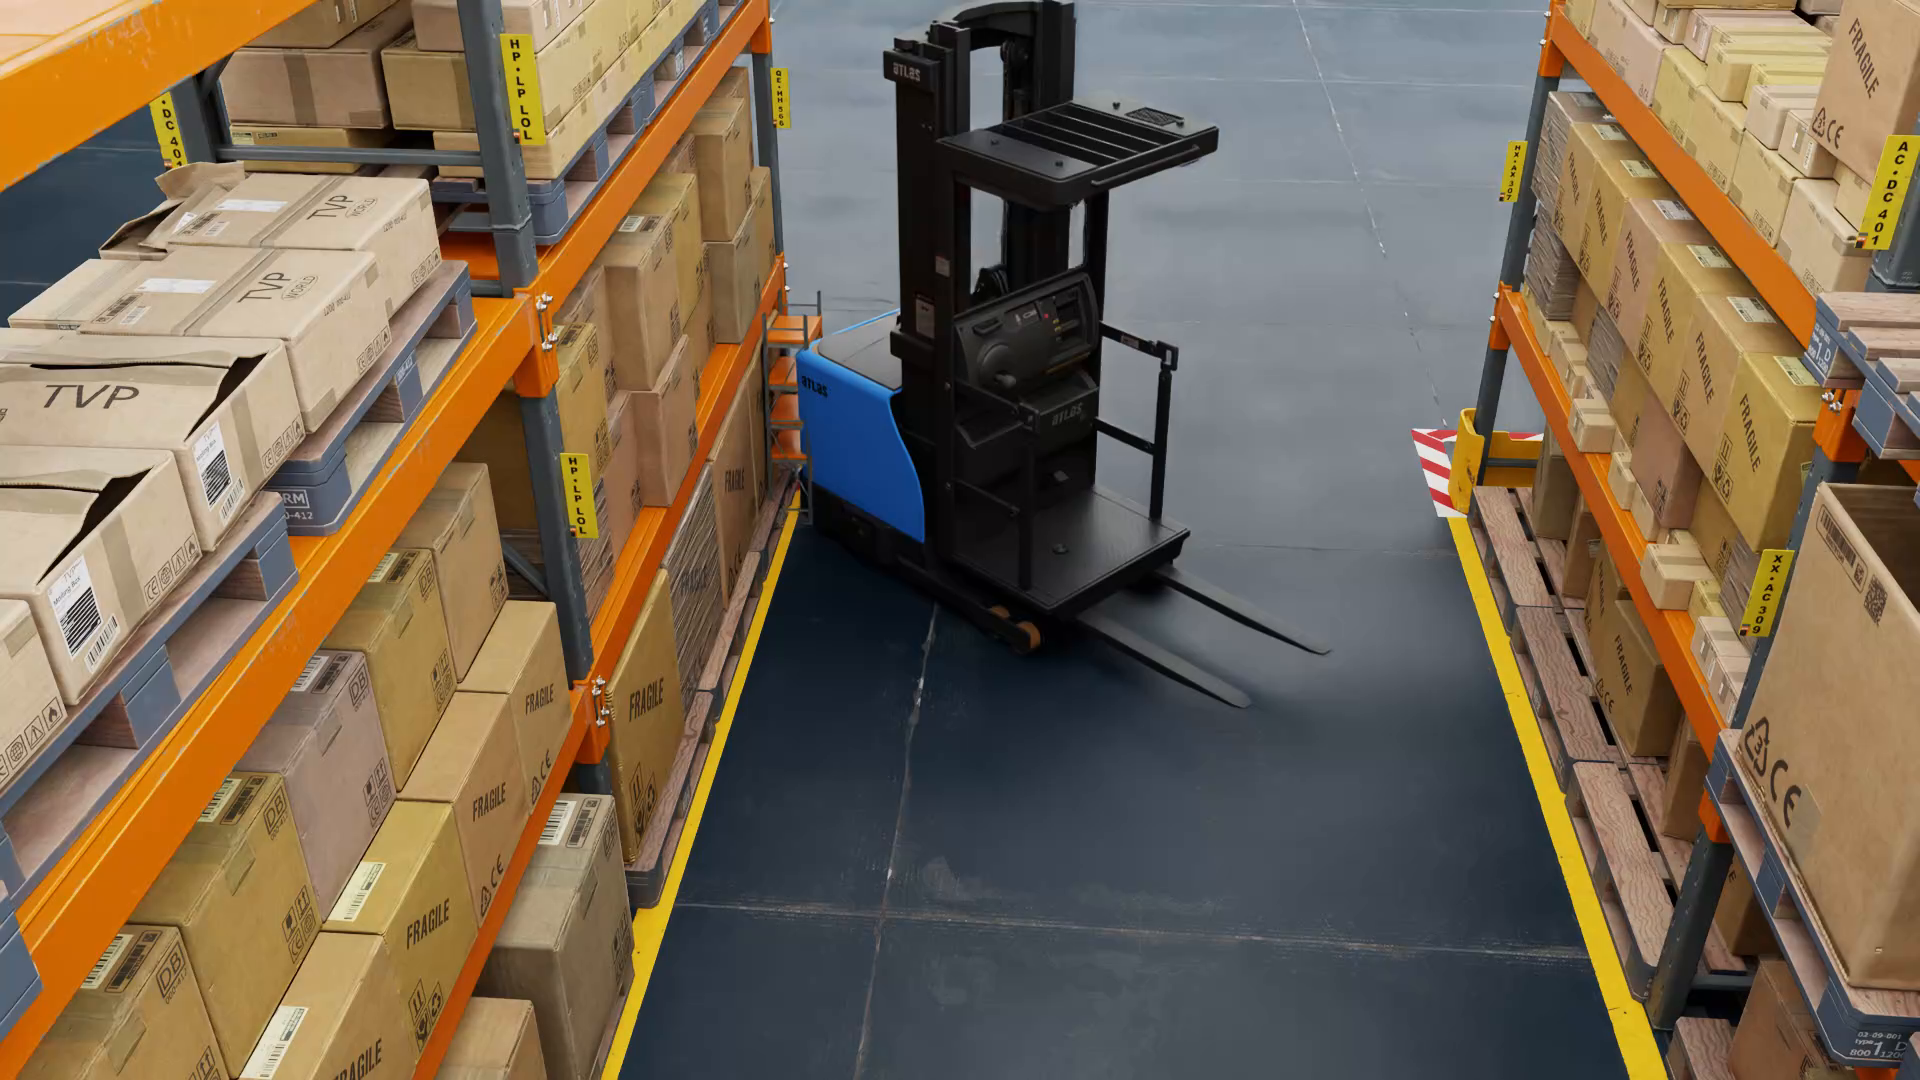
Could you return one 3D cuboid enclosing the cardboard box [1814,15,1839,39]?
[{"bbox_3d":[3.541,-1.936,6.436,0.380,0.149,0.250,1,32,1],"label":"cardboard box"}]

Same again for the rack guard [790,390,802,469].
[{"bbox_3d":[-1.499,-0.746,9.984,1.175,0.500,0.348,2,32,4],"label":"rack guard"}]

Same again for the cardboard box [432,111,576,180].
[{"bbox_3d":[-1.458,-1.273,5.342,0.380,0.149,0.250,2,32,3],"label":"cardboard box"}]

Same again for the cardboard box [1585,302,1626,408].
[{"bbox_3d":[3.357,-0.889,7.455,0.875,0.500,0.500,2,32,4],"label":"cardboard box"}]

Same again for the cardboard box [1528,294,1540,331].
[{"bbox_3d":[3.134,-1.157,8.508,0.380,0.149,0.250,2,32,4],"label":"cardboard box"}]

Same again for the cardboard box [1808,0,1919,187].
[{"bbox_3d":[2.891,-1.346,4.861,0.500,0.500,0.500,2,32,3],"label":"cardboard box"}]

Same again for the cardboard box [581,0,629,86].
[{"bbox_3d":[-1.468,-1.775,5.775,0.500,0.250,0.500,2,32,4],"label":"cardboard box"}]

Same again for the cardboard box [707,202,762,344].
[{"bbox_3d":[-1.509,-1.377,8.482,0.875,0.550,0.550,2,32,4],"label":"cardboard box"}]

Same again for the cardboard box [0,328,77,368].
[{"bbox_3d":[-2.200,-0.376,3.885,0.380,0.149,0.250,2,32,4],"label":"cardboard box"}]

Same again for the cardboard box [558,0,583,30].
[{"bbox_3d":[-1.439,-1.746,5.349,0.380,0.149,0.250,2,32,4],"label":"cardboard box"}]

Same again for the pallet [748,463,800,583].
[{"bbox_3d":[-1.488,-0.189,9.356,1.003,0.211,1.213,2,32,4],"label":"pallet"}]

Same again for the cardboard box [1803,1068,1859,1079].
[{"bbox_3d":[2.980,2.004,5.102,0.700,0.500,0.500,2,32,4],"label":"cardboard box"}]

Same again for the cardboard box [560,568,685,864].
[{"bbox_3d":[-1.706,0.694,6.890,0.875,0.875,0.875,3,32,5],"label":"cardboard box"}]

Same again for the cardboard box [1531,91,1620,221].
[{"bbox_3d":[3.118,-1.852,8.064,0.500,0.500,0.500,2,32,4],"label":"cardboard box"}]

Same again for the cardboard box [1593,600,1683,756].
[{"bbox_3d":[3.192,0.609,7.385,0.500,0.500,0.500,0,32,0],"label":"cardboard box"}]

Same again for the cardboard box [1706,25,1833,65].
[{"bbox_3d":[3.059,-1.833,6.269,0.380,0.149,0.250,1,32,2],"label":"cardboard box"}]

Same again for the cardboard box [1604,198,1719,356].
[{"bbox_3d":[2.996,-1.067,6.791,0.500,0.500,0.500,2,32,4],"label":"cardboard box"}]

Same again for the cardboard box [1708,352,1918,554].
[{"bbox_3d":[2.871,-0.283,5.519,0.500,0.500,0.500,2,32,4],"label":"cardboard box"}]

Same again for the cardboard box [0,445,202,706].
[{"bbox_3d":[-1.792,0.026,3.080,0.500,0.311,0.500,2,32,3],"label":"cardboard box"}]

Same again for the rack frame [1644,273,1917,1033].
[{"bbox_3d":[3.109,0.559,5.484,1.000,3.000,0.127,2,32,4],"label":"rack frame"}]

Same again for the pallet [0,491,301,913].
[{"bbox_3d":[-2.065,0.265,3.281,1.003,0.211,1.213,4,32,6],"label":"pallet"}]

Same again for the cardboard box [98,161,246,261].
[{"bbox_3d":[-2.125,-0.842,4.531,0.258,0.266,0.396,2,32,3],"label":"cardboard box"}]

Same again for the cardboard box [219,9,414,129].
[{"bbox_3d":[-2.042,-1.535,5.387,0.500,0.250,0.500,2,32,3],"label":"cardboard box"}]

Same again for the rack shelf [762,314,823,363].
[{"bbox_3d":[-0.911,-1.099,9.087,0.258,0.148,0.480,2,23,4],"label":"rack shelf"}]

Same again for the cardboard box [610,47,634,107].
[{"bbox_3d":[-1.397,-1.670,5.986,0.380,0.149,0.250,2,32,3],"label":"cardboard box"}]

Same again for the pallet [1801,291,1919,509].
[{"bbox_3d":[2.952,-0.320,4.230,1.213,0.211,1.003,2,32,4],"label":"pallet"}]

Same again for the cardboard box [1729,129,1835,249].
[{"bbox_3d":[2.938,-1.177,5.584,0.500,0.250,0.500,3,32,5],"label":"cardboard box"}]

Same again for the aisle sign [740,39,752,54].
[{"bbox_3d":[-1.196,-2.929,8.665,0.394,0.787,0.004,2,32,4],"label":"aisle sign"}]

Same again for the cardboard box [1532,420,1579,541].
[{"bbox_3d":[3.367,-0.322,8.895,0.500,0.500,0.500,8,33,13],"label":"cardboard box"}]

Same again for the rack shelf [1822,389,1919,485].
[{"bbox_3d":[2.946,0.634,3.189,1.077,0.370,4.000,2,32,4],"label":"rack shelf"}]

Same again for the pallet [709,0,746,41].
[{"bbox_3d":[-1.551,-2.648,7.914,1.003,0.211,1.213,2,32,4],"label":"pallet"}]

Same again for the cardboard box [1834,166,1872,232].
[{"bbox_3d":[2.847,-1.006,4.928,0.380,0.149,0.250,3,32,5],"label":"cardboard box"}]

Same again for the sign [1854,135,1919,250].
[{"bbox_3d":[2.567,-0.958,4.593,0.100,0.325,0.005,2,32,4],"label":"sign"}]

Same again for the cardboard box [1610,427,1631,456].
[{"bbox_3d":[3.067,-0.370,7.232,0.380,0.149,0.250,2,32,4],"label":"cardboard box"}]

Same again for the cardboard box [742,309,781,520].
[{"bbox_3d":[-1.490,-0.714,9.175,0.875,0.875,0.875,3,32,4],"label":"cardboard box"}]

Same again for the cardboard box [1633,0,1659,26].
[{"bbox_3d":[3.049,-2.247,6.940,0.380,0.149,0.250,2,32,4],"label":"cardboard box"}]

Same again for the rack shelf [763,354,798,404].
[{"bbox_3d":[-0.914,-0.882,9.181,0.258,0.148,0.480,2,23,4],"label":"rack shelf"}]

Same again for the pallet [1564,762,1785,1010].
[{"bbox_3d":[3.128,1.393,6.788,1.003,0.211,1.213,2,32,4],"label":"pallet"}]

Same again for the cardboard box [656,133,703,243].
[{"bbox_3d":[-1.704,-1.550,7.734,0.875,0.550,0.550,2,32,4],"label":"cardboard box"}]

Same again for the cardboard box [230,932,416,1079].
[{"bbox_3d":[-1.724,1.330,4.138,0.500,0.500,0.500,2,32,3],"label":"cardboard box"}]

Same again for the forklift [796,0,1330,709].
[{"bbox_3d":[0.488,-0.982,8.050,1.130,2.935,3.031,-27,41,-36],"label":"forklift"}]

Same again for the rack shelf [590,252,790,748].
[{"bbox_3d":[-1.664,-0.446,7.800,1.077,0.370,4.000,2,32,4],"label":"rack shelf"}]

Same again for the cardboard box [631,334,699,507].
[{"bbox_3d":[-1.625,-0.529,7.107,0.875,0.550,0.550,2,32,4],"label":"cardboard box"}]

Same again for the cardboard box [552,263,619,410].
[{"bbox_3d":[-1.833,-0.714,6.377,0.875,0.550,0.550,2,32,4],"label":"cardboard box"}]

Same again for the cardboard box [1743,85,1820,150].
[{"bbox_3d":[2.891,-1.423,5.603,0.380,0.149,0.250,2,32,2],"label":"cardboard box"}]

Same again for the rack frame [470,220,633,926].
[{"bbox_3d":[-1.827,0.294,5.914,1.000,3.000,0.127,2,32,4],"label":"rack frame"}]

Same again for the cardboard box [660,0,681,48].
[{"bbox_3d":[-1.334,-2.069,6.632,0.380,0.149,0.250,3,32,5],"label":"cardboard box"}]

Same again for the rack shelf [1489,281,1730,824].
[{"bbox_3d":[3.271,-0.181,7.370,1.077,0.370,4.000,2,32,4],"label":"rack shelf"}]

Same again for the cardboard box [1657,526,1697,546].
[{"bbox_3d":[3.004,0.022,6.595,0.380,0.149,0.250,2,32,4],"label":"cardboard box"}]

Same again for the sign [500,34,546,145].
[{"bbox_3d":[-1.285,-1.319,4.879,0.100,0.325,0.005,2,32,4],"label":"sign"}]

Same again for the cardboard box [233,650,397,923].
[{"bbox_3d":[-1.943,0.619,4.338,0.700,0.500,0.500,3,32,4],"label":"cardboard box"}]

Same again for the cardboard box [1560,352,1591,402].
[{"bbox_3d":[3.072,-0.765,7.872,0.380,0.149,0.250,2,32,4],"label":"cardboard box"}]

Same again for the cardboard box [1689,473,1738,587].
[{"bbox_3d":[3.283,-0.103,6.179,0.875,0.500,0.500,2,32,4],"label":"cardboard box"}]

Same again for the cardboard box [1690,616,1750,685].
[{"bbox_3d":[2.863,0.410,5.964,0.380,0.149,0.250,2,32,4],"label":"cardboard box"}]

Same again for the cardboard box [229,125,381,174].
[{"bbox_3d":[-2.116,-1.302,5.388,0.380,0.149,0.250,2,32,4],"label":"cardboard box"}]

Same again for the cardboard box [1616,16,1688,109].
[{"bbox_3d":[3.057,-1.976,6.882,0.500,0.250,0.500,2,32,4],"label":"cardboard box"}]

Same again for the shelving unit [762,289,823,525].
[{"bbox_3d":[-0.915,-0.738,9.243,0.258,1.200,0.503,2,23,4],"label":"shelving unit"}]

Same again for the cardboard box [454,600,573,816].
[{"bbox_3d":[-1.603,0.536,5.426,0.500,0.500,0.500,2,32,4],"label":"cardboard box"}]

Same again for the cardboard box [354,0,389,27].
[{"bbox_3d":[-2.094,-1.774,5.394,0.380,0.149,0.250,2,32,4],"label":"cardboard box"}]
